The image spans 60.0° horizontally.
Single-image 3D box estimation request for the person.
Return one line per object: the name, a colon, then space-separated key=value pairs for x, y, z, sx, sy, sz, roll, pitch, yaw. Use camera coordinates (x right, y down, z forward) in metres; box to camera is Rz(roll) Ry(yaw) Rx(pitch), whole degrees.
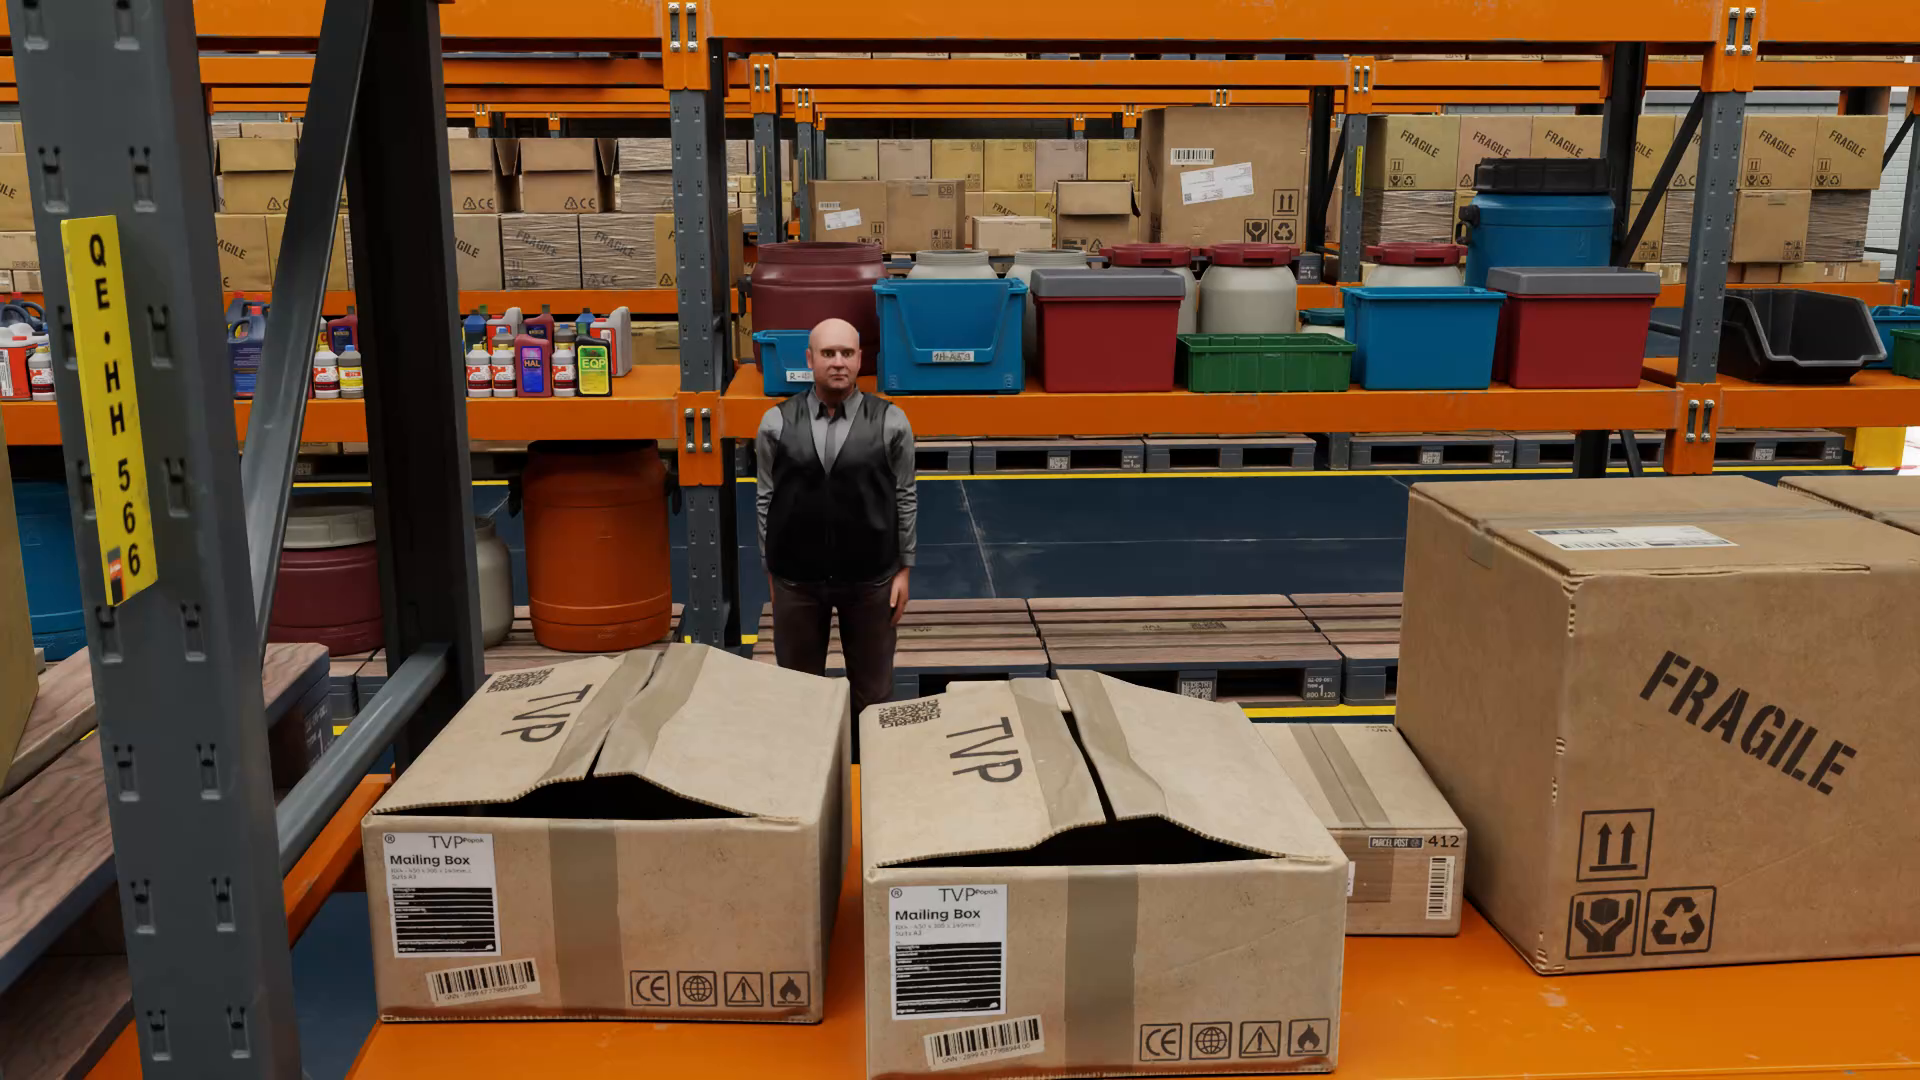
person: x=-0.400 y=0.139 z=5.464 sx=0.529 sy=1.718 sz=0.359 roll=-1 pitch=13 yaw=-2
